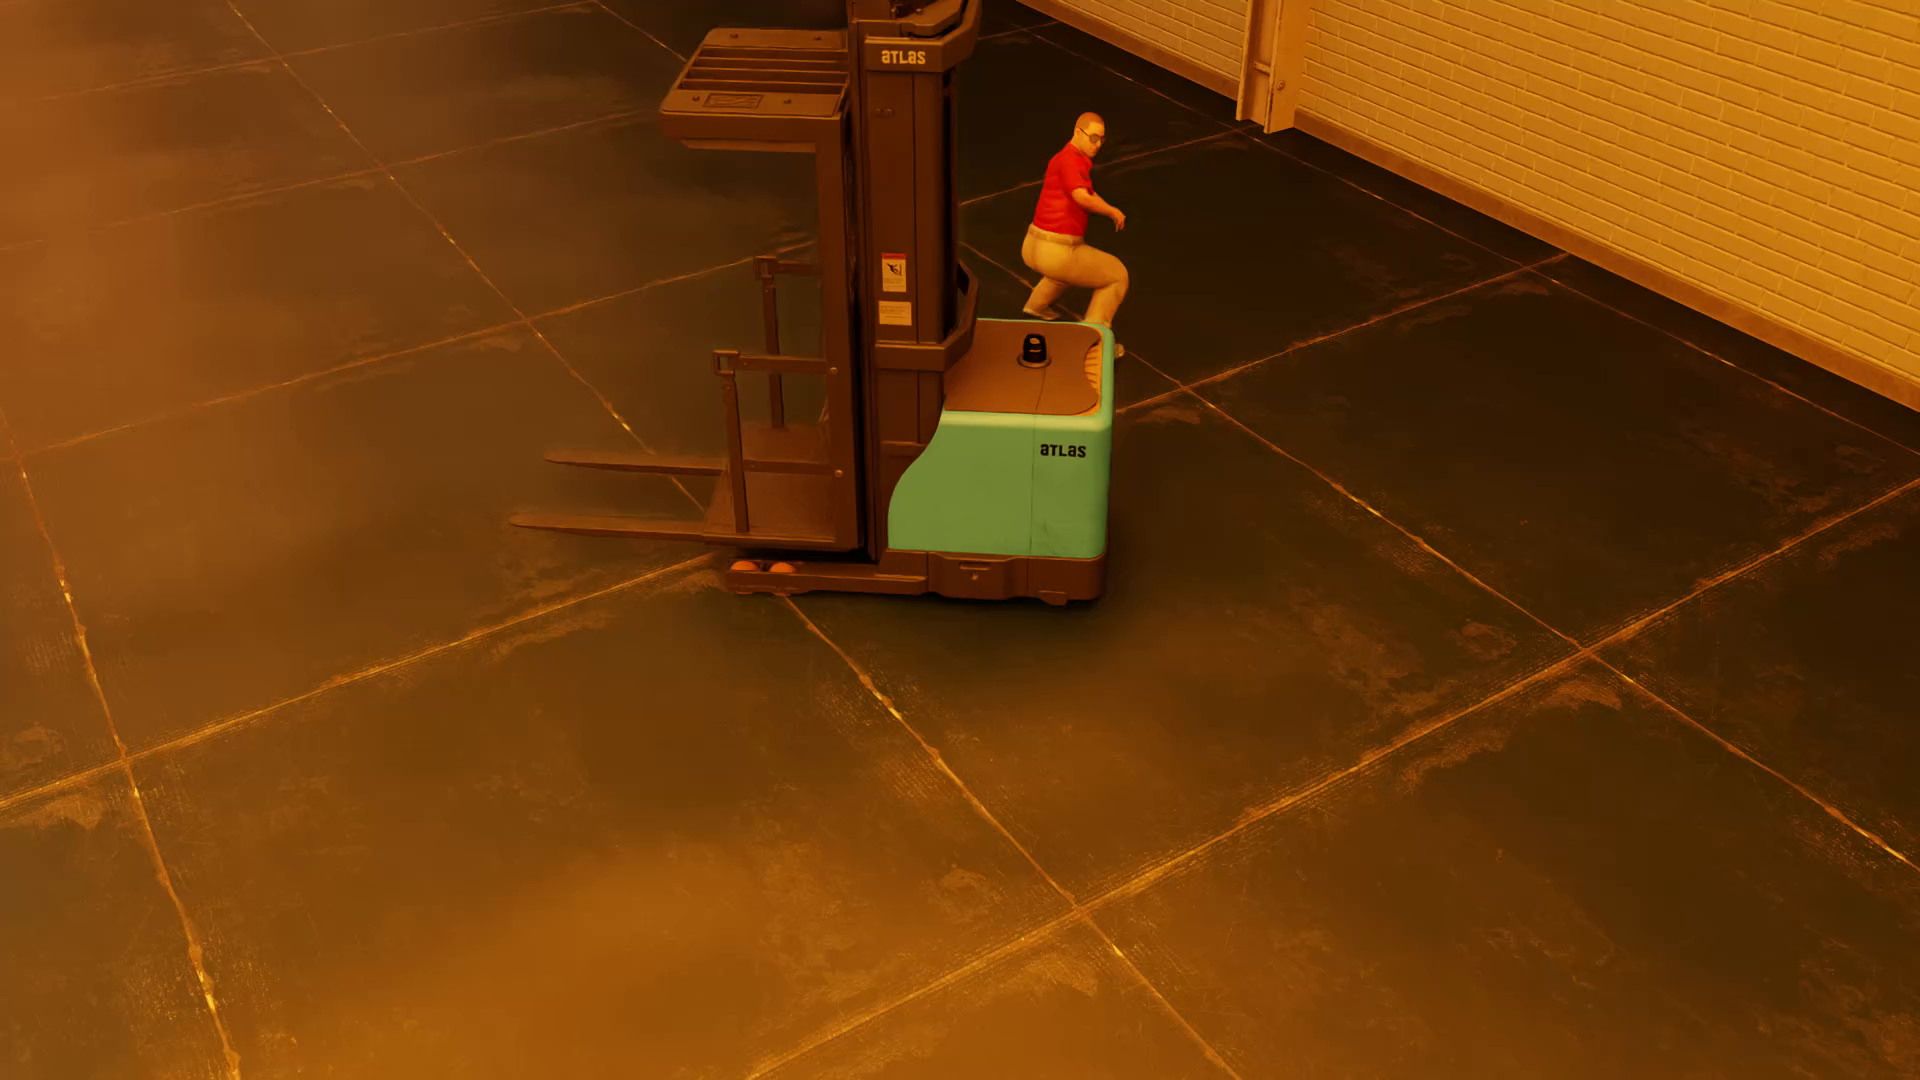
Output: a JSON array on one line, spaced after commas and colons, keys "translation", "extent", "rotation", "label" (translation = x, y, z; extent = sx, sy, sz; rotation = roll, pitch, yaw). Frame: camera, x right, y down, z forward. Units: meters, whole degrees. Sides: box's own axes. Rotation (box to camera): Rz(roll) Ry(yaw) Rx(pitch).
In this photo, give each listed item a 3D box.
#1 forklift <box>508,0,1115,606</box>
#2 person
[{"translation": [-0.755, -1.217, 7.880], "extent": [3.031, 2.935, 1.130], "rotation": [3, 35, 4], "label": "forklift"}, {"translation": [0.764, -1.849, 10.113], "extent": [0.849, 1.513, 0.840], "rotation": [-13, 37, -18], "label": "person"}]
